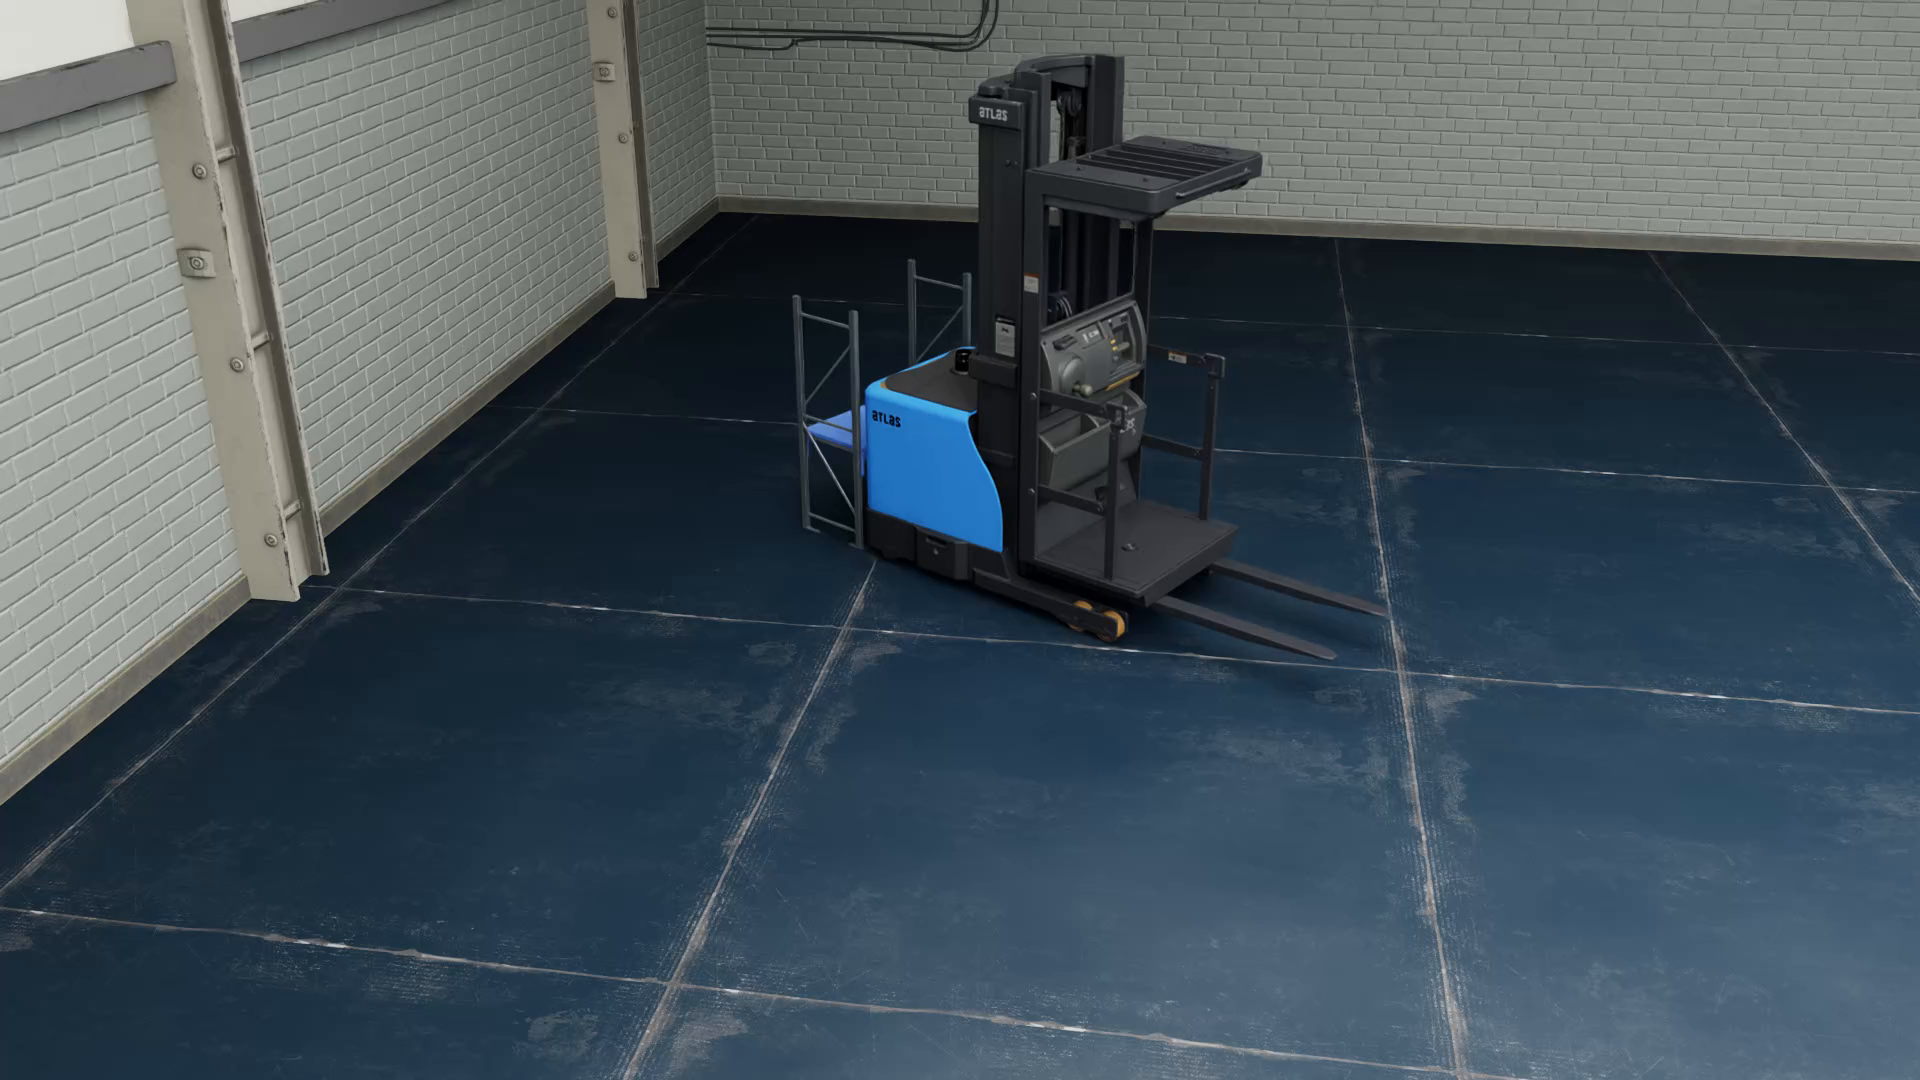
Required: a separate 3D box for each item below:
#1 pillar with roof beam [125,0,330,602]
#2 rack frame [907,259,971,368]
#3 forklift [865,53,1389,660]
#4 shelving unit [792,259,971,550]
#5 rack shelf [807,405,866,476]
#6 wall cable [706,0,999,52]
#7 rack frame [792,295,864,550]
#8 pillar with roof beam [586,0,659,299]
[{"bbox_3d":[0.332,-3.519,7.153,9.100,9.000,0.400,4,25,9],"label":"pillar with roof beam"},{"bbox_3d":[-0.132,-1.023,10.667,0.500,1.500,0.032,20,31,36],"label":"rack frame"},{"bbox_3d":[0.902,-1.027,8.987,3.031,2.935,1.130,18,31,34],"label":"forklift"},{"bbox_3d":[-0.459,-0.858,10.314,0.538,1.500,1.048,20,31,36],"label":"shelving unit"},{"bbox_3d":[-0.459,-0.695,10.391,0.538,0.185,1.000,20,31,36],"label":"rack shelf"},{"bbox_3d":[-1.149,-6.061,16.246,3.097,2.526,0.112,4,25,9],"label":"wall cable"},{"bbox_3d":[-0.786,-0.693,9.962,0.500,1.500,0.032,20,31,36],"label":"rack frame"},{"bbox_3d":[1.313,-6.028,12.514,9.100,9.000,0.400,4,25,9],"label":"pillar with roof beam"}]
